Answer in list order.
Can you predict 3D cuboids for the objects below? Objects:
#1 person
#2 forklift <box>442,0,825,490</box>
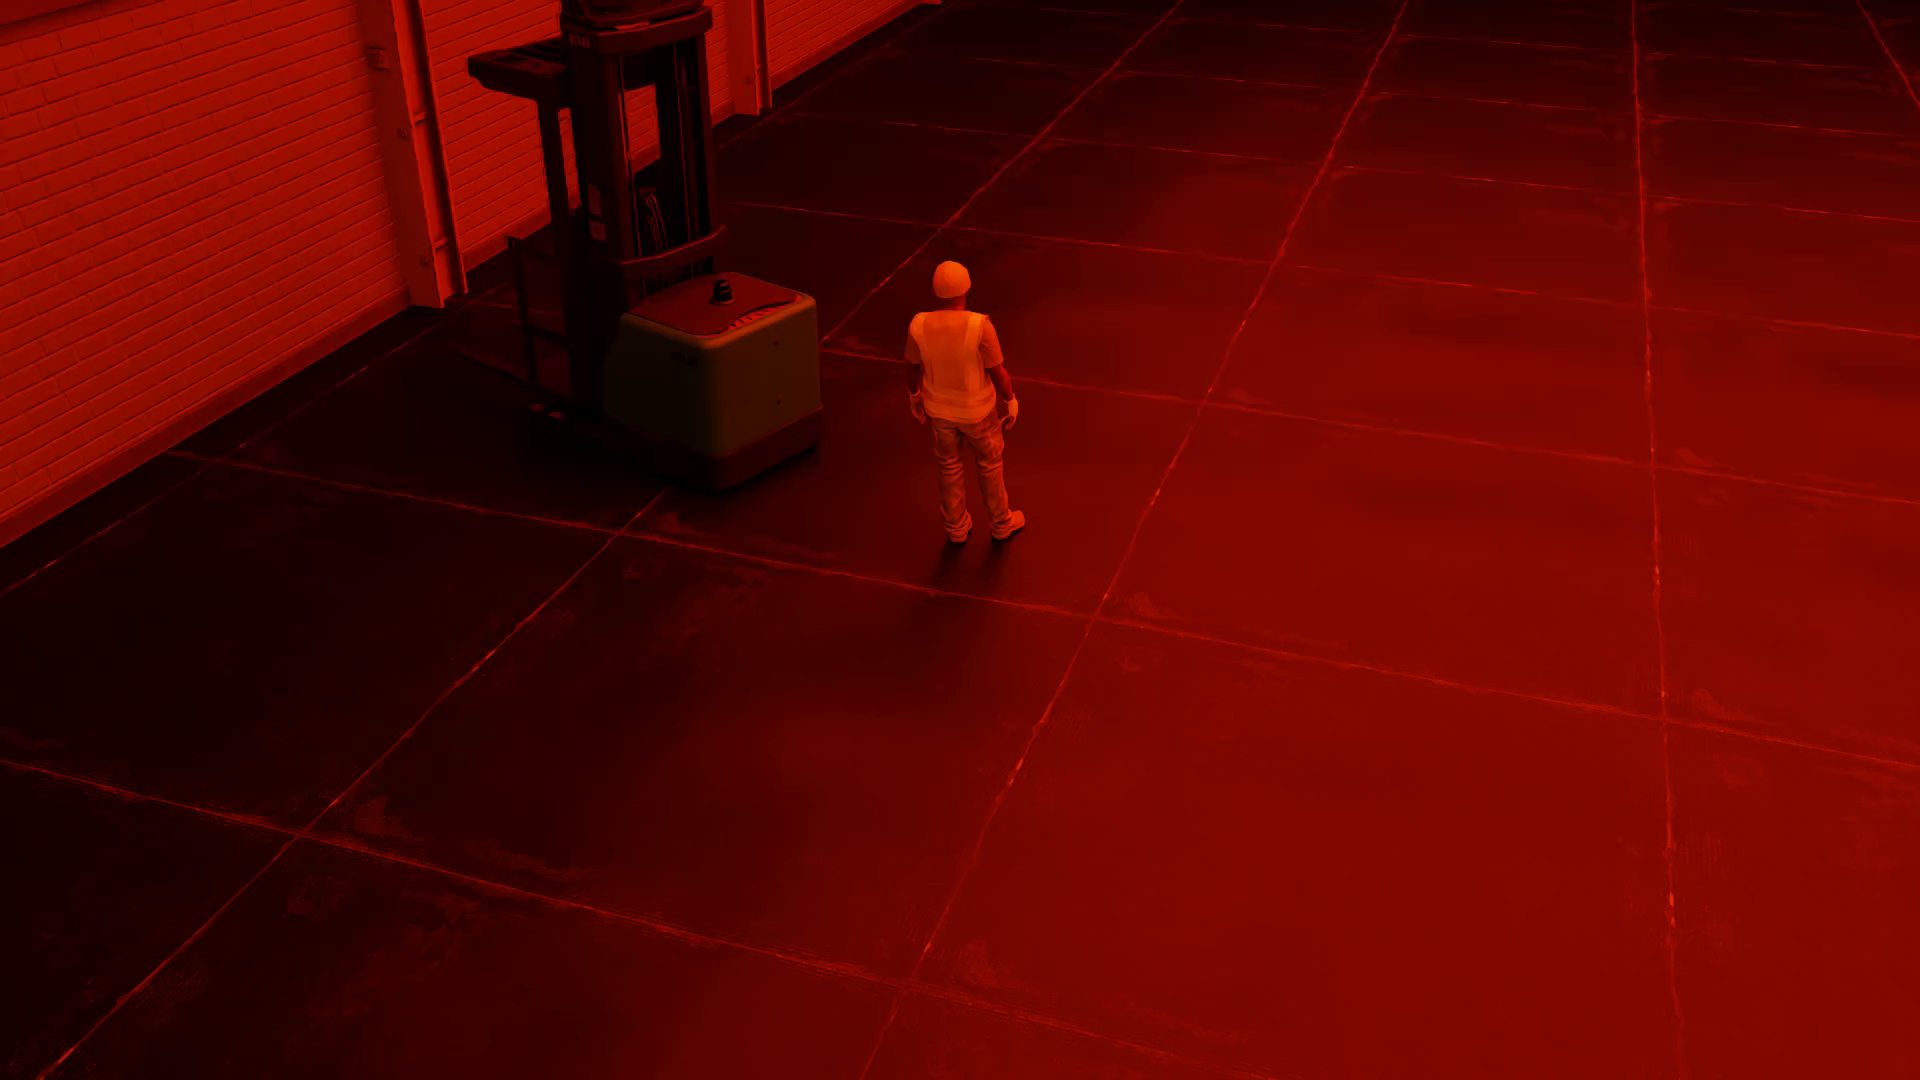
[{"bbox_3d":[0.032,-0.814,9.708,0.657,1.785,0.575,10,31,16],"label":"person"},{"bbox_3d":[-2.382,-2.167,10.937,3.031,2.935,1.130,21,36,32],"label":"forklift"}]
